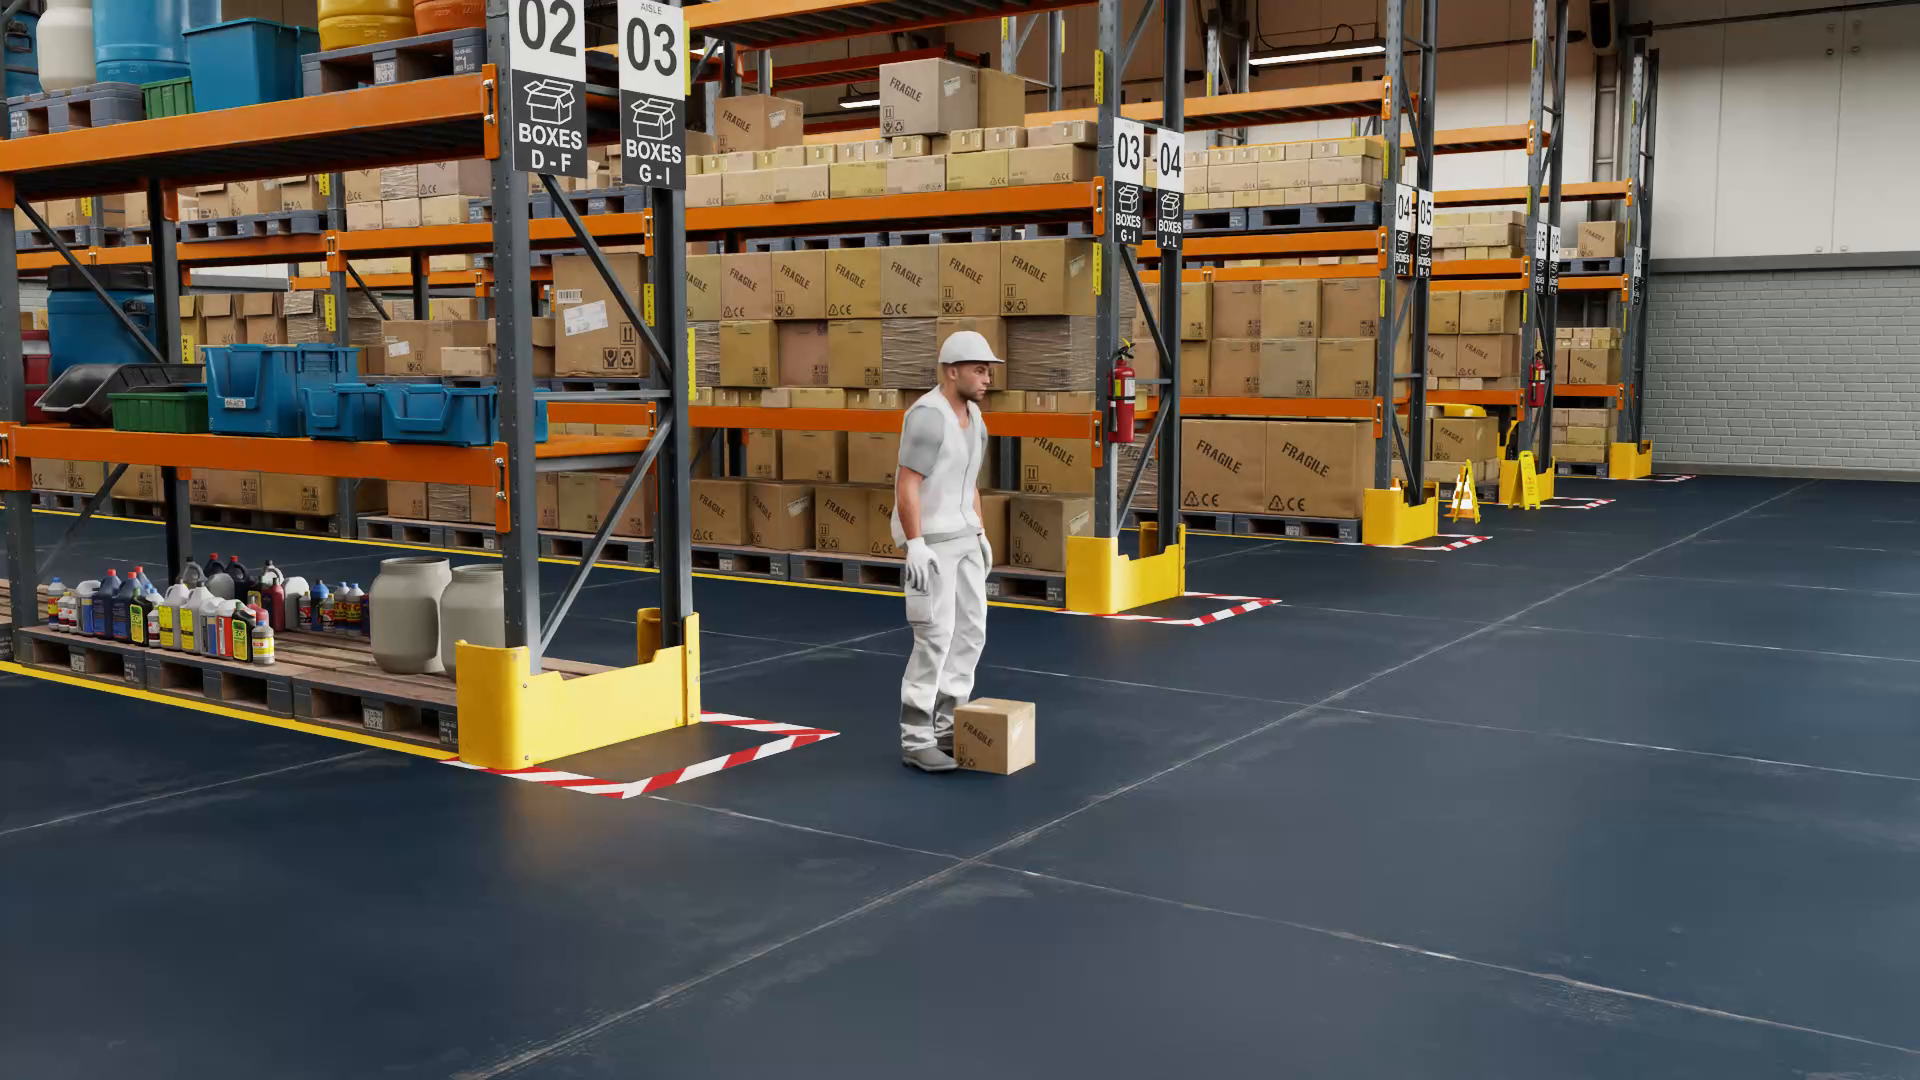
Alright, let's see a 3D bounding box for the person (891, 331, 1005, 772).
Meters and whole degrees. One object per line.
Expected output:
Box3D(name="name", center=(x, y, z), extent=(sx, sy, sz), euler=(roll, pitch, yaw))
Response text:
Box3D(name="person", center=(-0.041, 0.031, 6.876), extent=(0.453, 1.777, 0.608), euler=(4, 7, 31))
